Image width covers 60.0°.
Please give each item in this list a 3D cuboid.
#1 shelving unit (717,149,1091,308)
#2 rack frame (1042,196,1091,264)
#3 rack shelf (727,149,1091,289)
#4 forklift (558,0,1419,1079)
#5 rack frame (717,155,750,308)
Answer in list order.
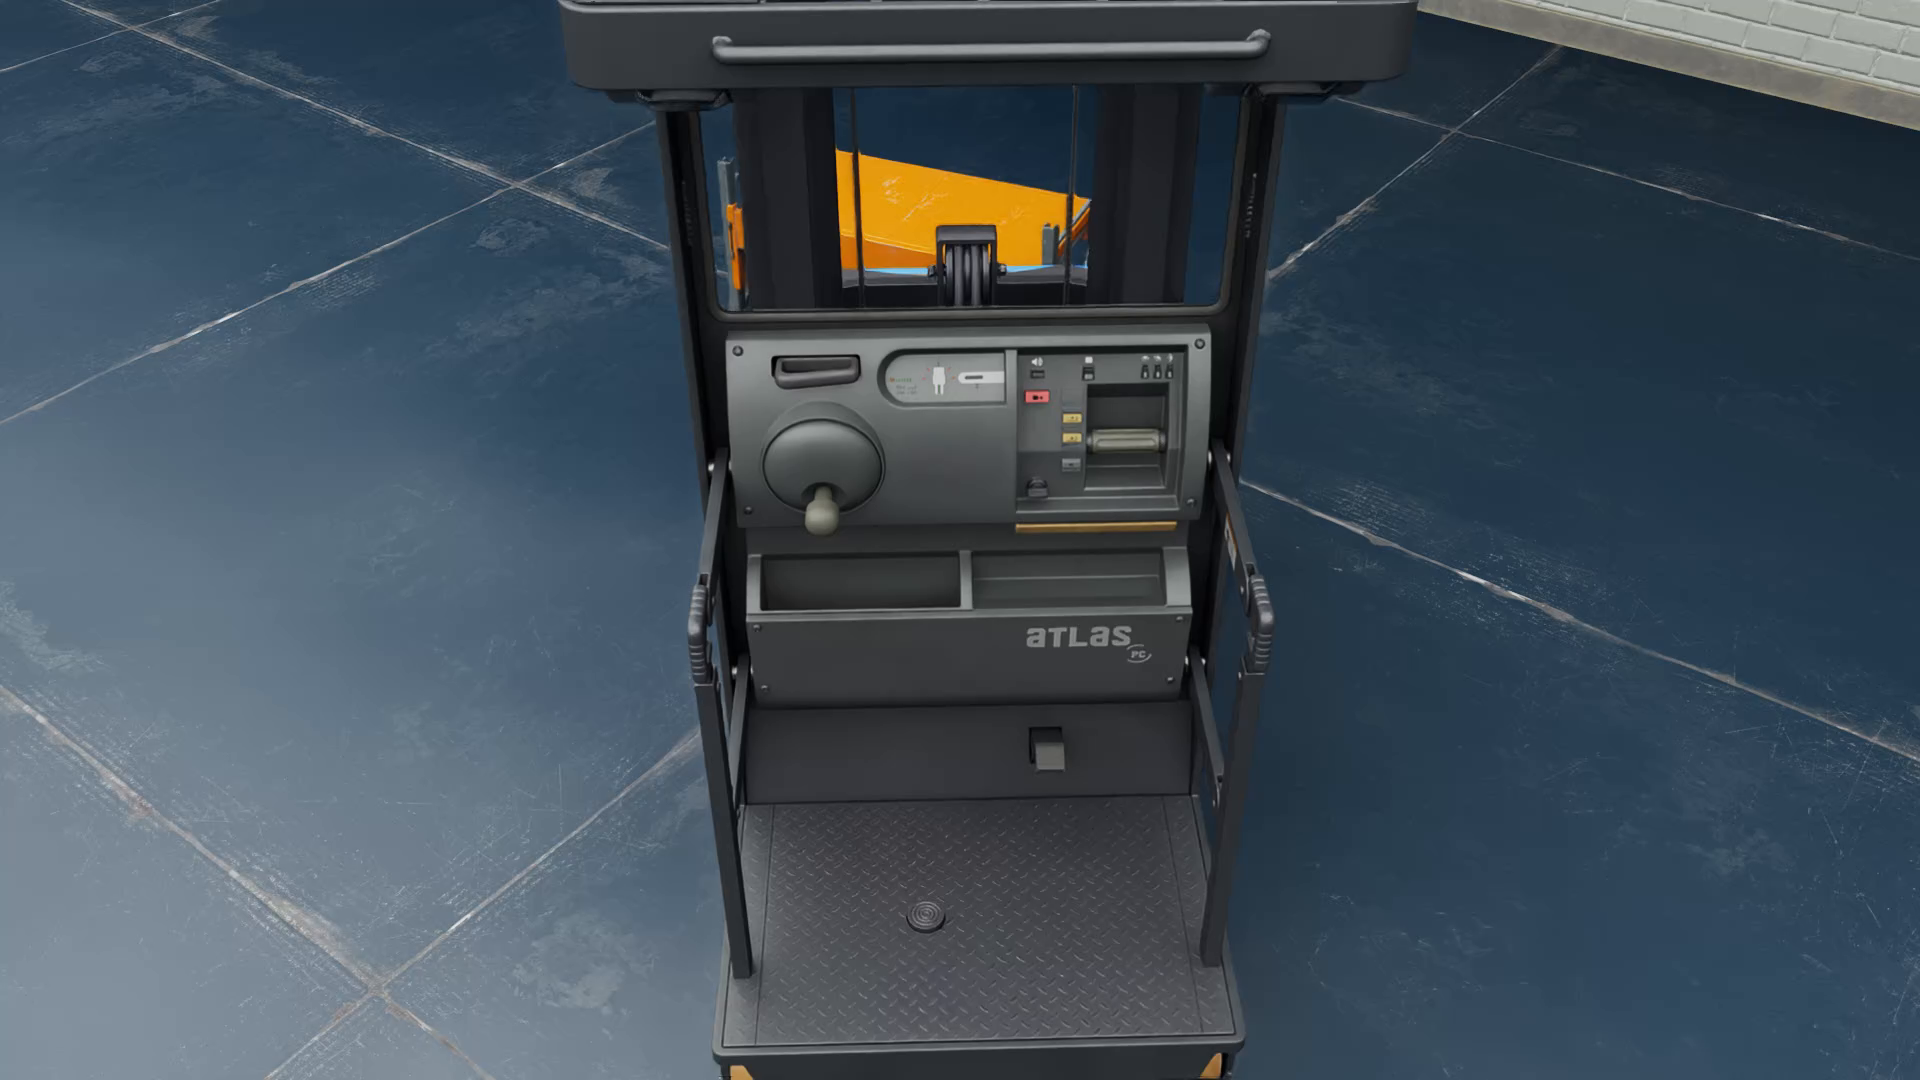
[{"bbox_3d":[-0.127,-0.670,5.194,1.048,1.125,0.538,15,40,18],"label":"shelving unit"},{"bbox_3d":[0.339,-0.546,5.034,0.032,1.125,0.500,15,40,18],"label":"rack frame"},{"bbox_3d":[-0.127,-0.901,5.013,1.000,0.278,0.538,15,40,18],"label":"rack shelf"},{"bbox_3d":[0.027,-0.139,3.050,1.130,2.935,3.031,-1,38,-1],"label":"forklift"},{"bbox_3d":[-0.594,-0.795,5.353,0.032,1.125,0.500,15,40,18],"label":"rack frame"}]
